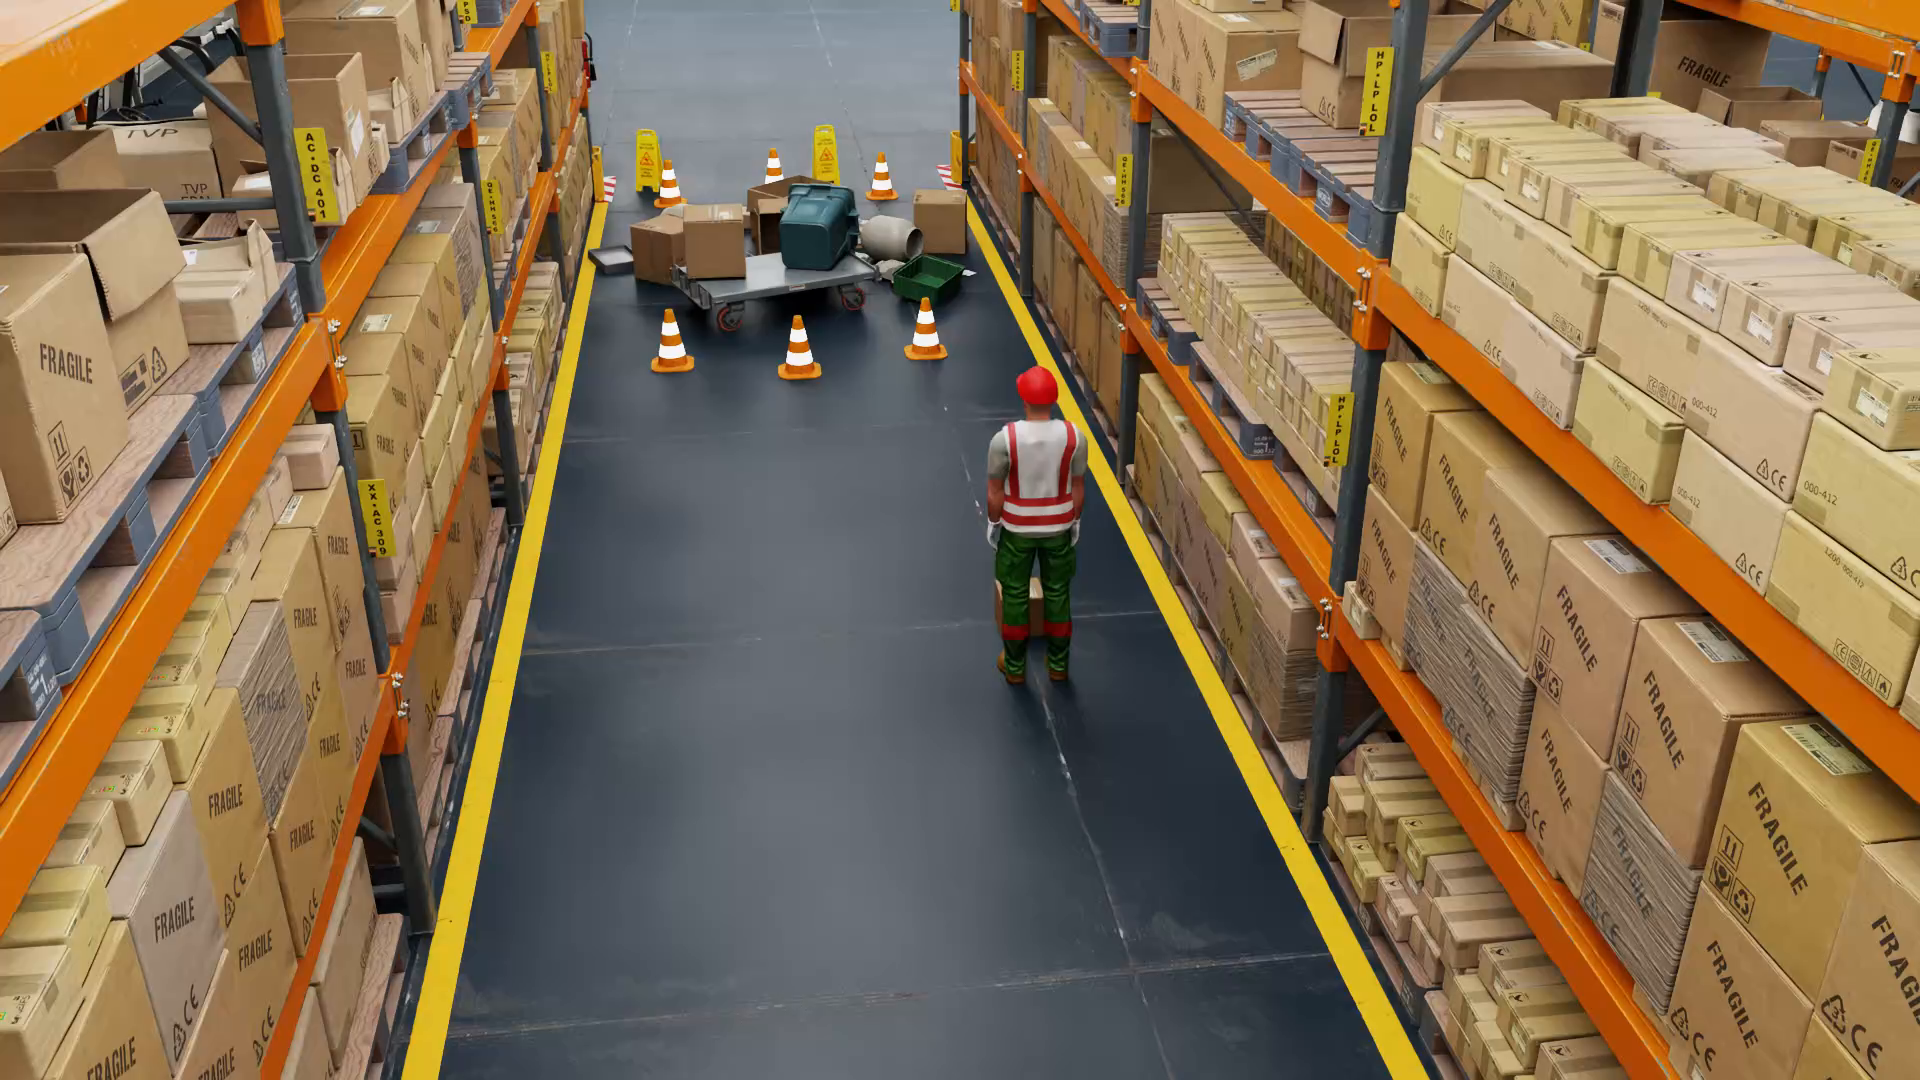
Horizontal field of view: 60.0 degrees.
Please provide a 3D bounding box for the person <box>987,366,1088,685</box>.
[{"bbox_3d":[0.394,-0.076,8.740,0.524,1.787,0.339,-3,27,-6],"label":"person"}]
